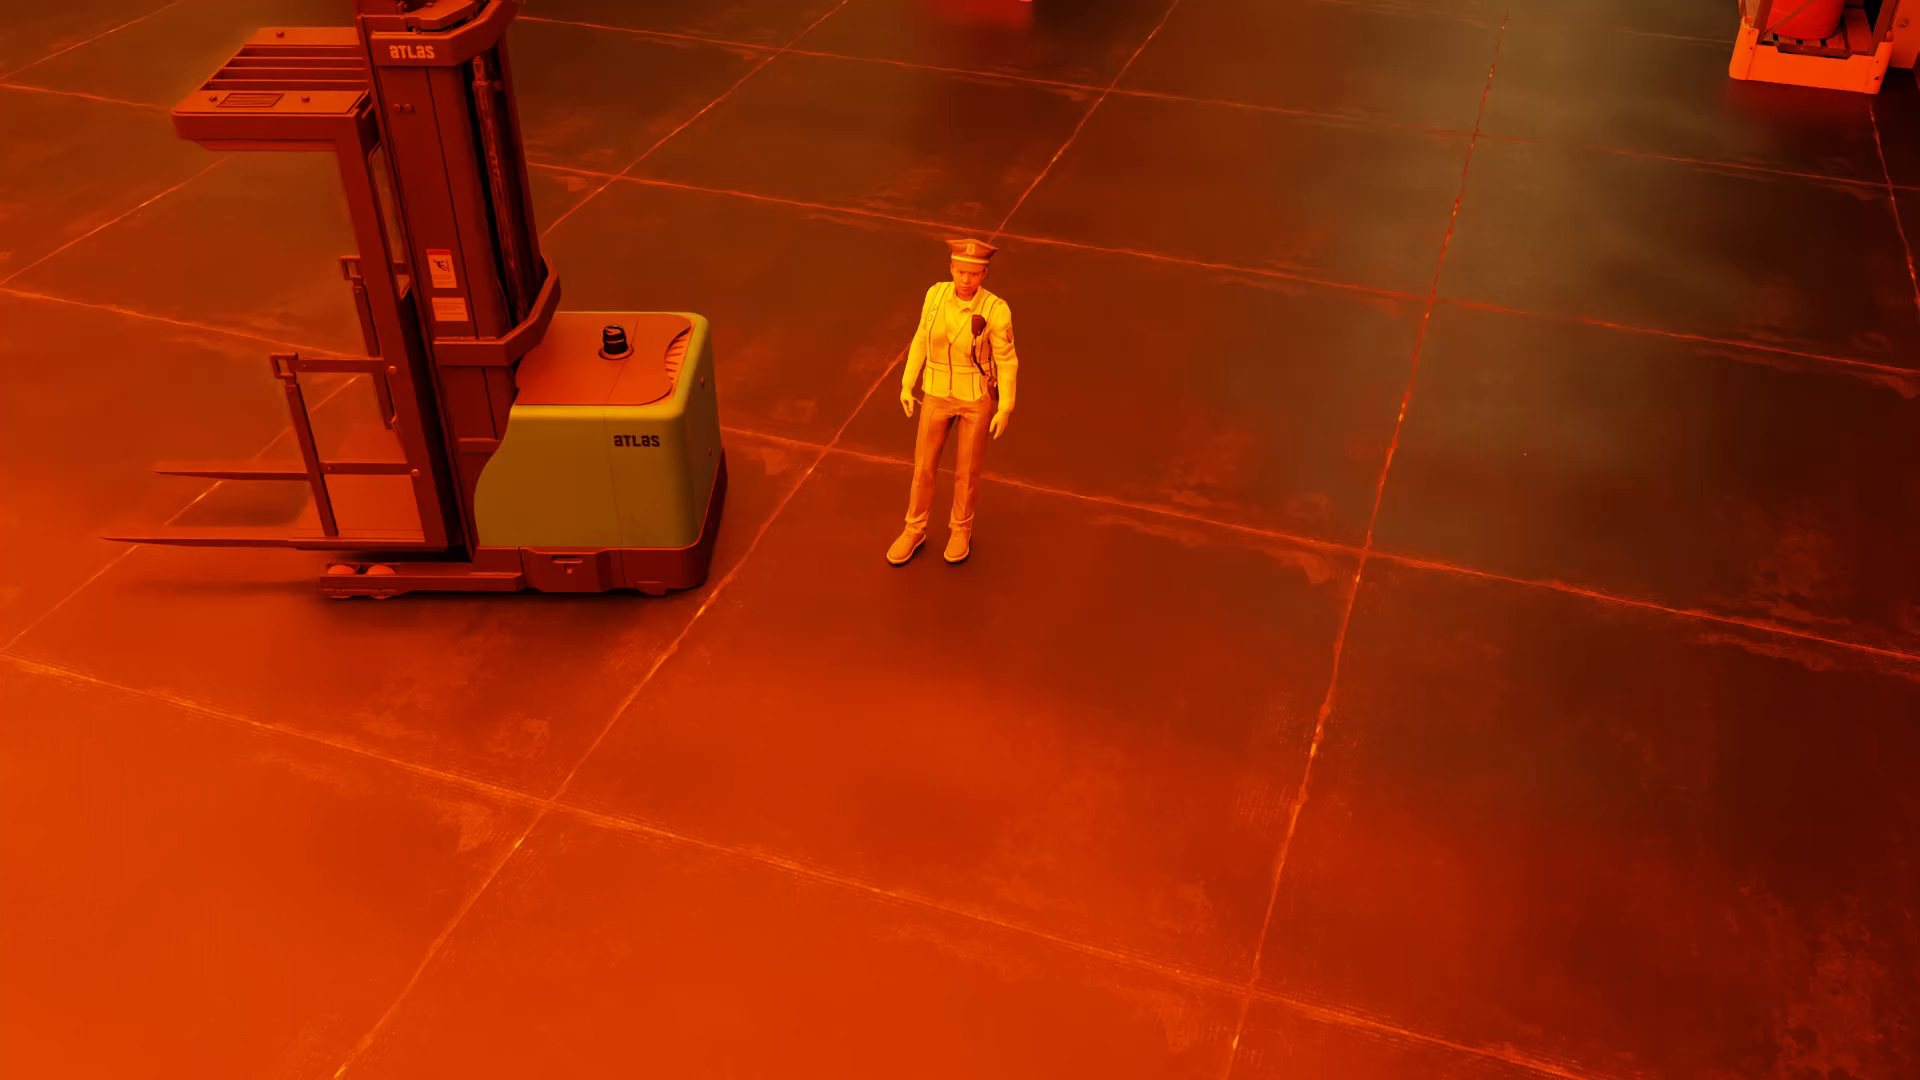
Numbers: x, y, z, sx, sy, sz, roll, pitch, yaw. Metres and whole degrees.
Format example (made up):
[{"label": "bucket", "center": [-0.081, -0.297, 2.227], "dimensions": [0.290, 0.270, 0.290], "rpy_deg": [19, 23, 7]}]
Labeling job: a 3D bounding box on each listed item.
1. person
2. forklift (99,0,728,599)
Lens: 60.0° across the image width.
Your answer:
[{"label": "person", "center": [-0.029, -0.661, 8.100], "dimensions": [0.588, 1.695, 0.531], "rpy_deg": [12, 37, 16]}, {"label": "forklift", "center": [-2.772, -1.211, 7.819], "dimensions": [3.031, 2.935, 1.130], "rpy_deg": [0, 35, 1]}]
